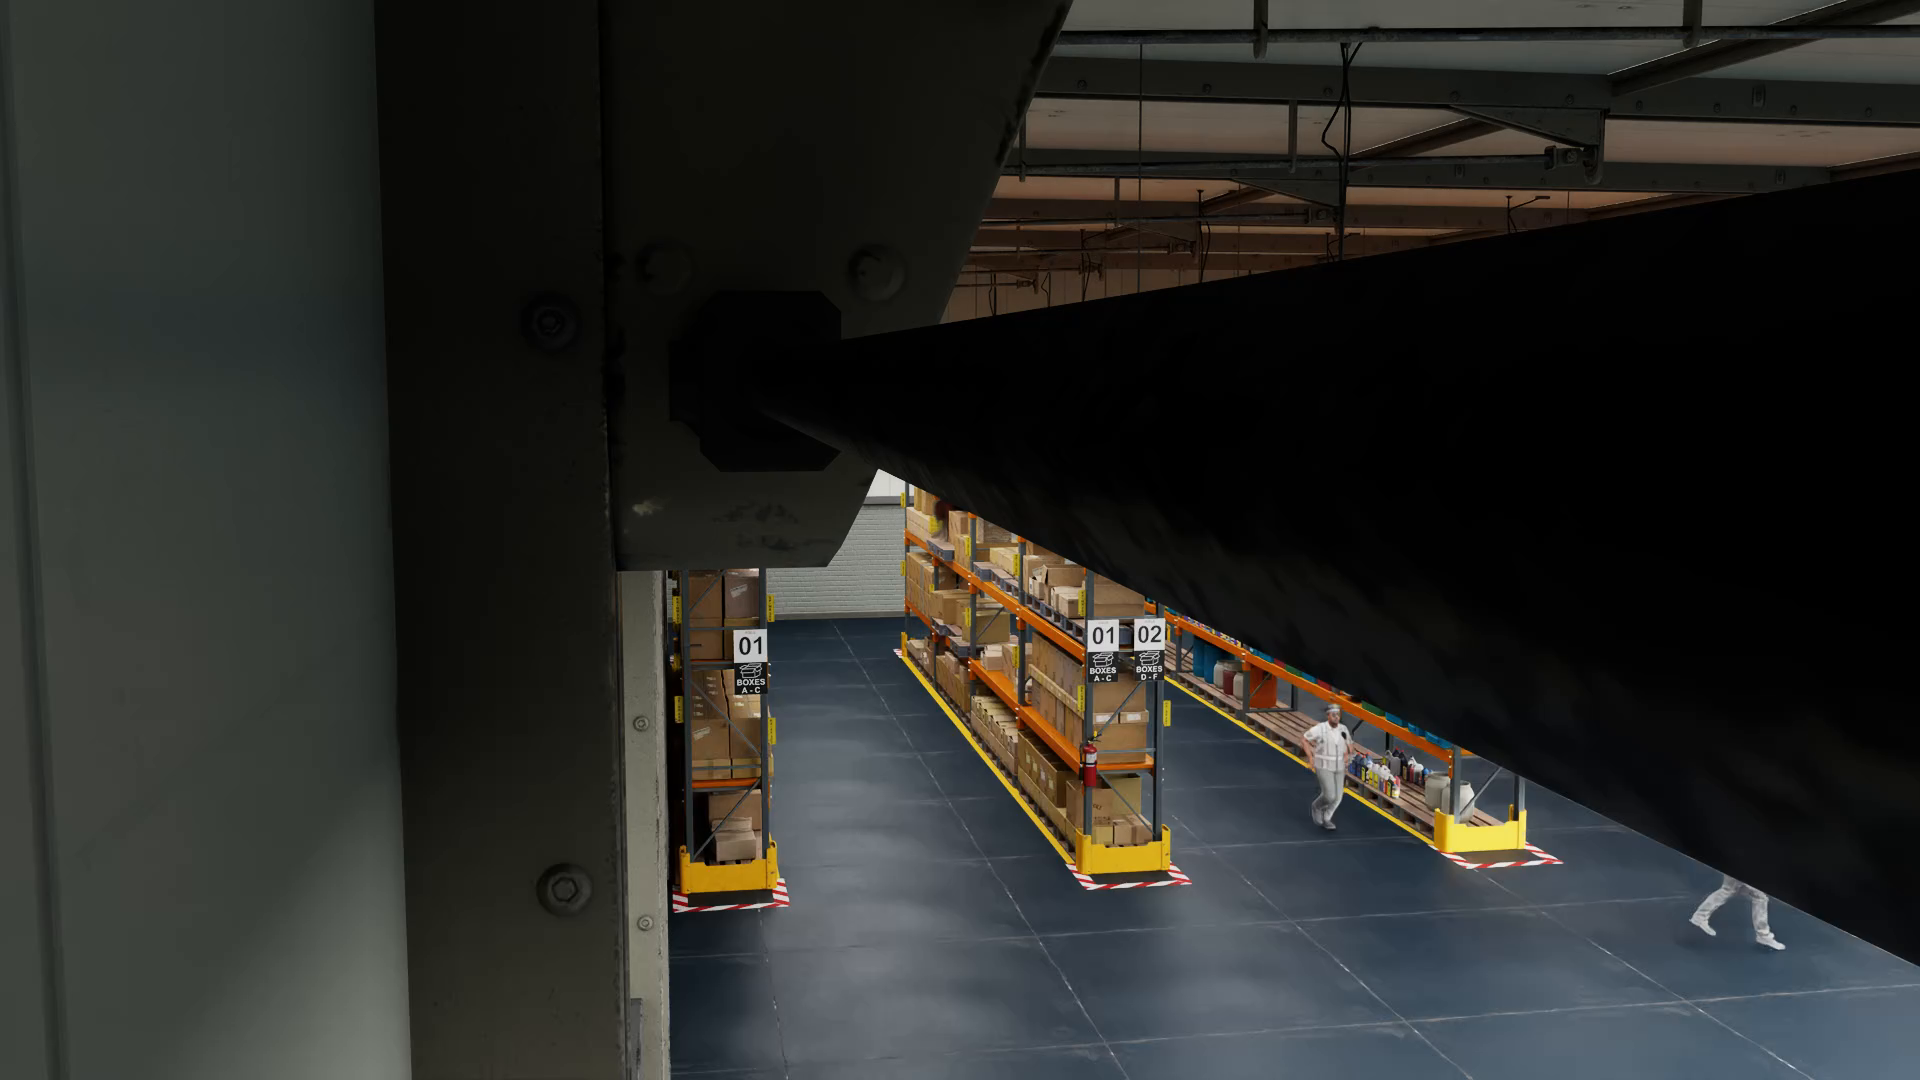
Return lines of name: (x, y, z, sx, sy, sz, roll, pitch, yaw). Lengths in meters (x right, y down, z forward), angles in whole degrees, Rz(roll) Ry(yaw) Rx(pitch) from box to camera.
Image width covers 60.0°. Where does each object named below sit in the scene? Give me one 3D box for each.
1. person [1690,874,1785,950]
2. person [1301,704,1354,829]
person: (8.523, 3.534, 18.147, 0.956, 1.803, 0.664, 1, 6, 14)
person: (5.090, 3.102, 22.738, 0.669, 1.741, 0.613, -2, 6, -18)
